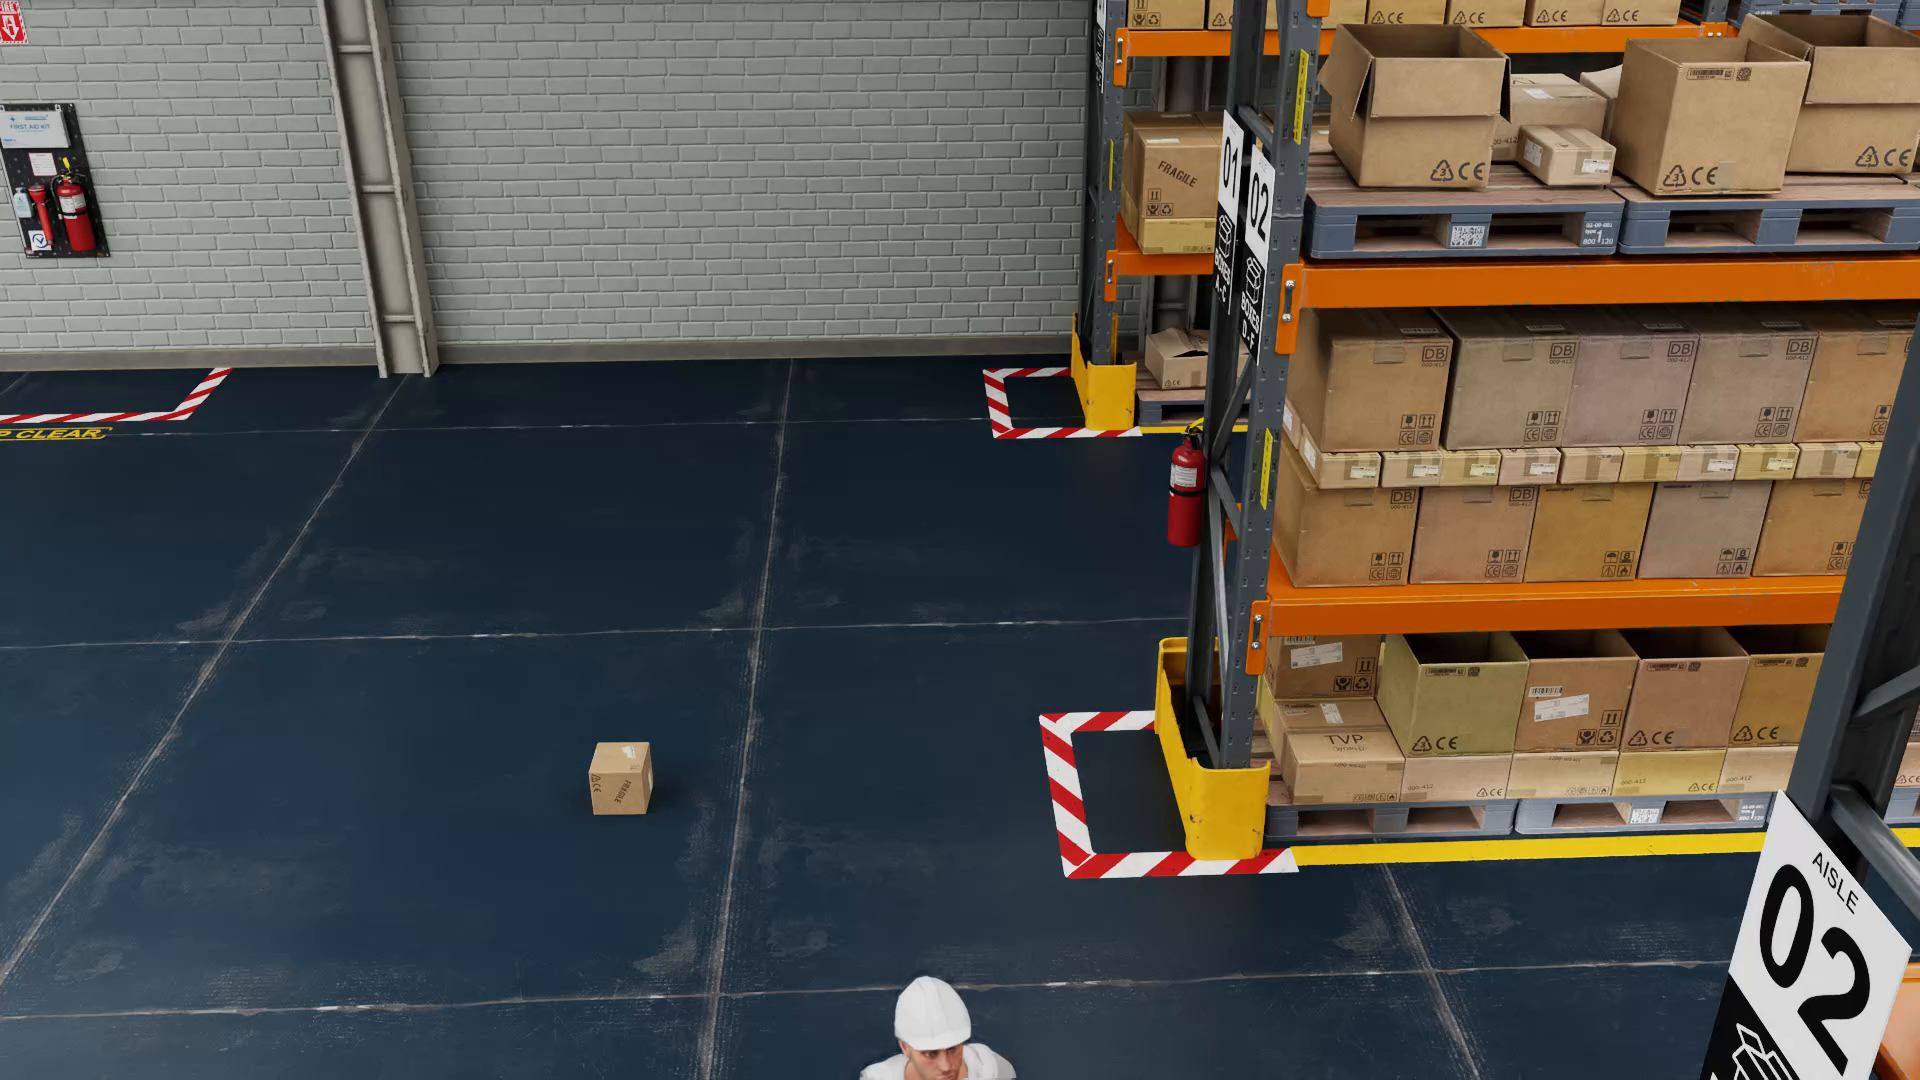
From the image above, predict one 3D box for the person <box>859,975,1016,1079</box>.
[{"bbox_3d":[-0.077,2.003,4.716,0.536,1.738,1.070,-4,28,-8],"label":"person"}]
